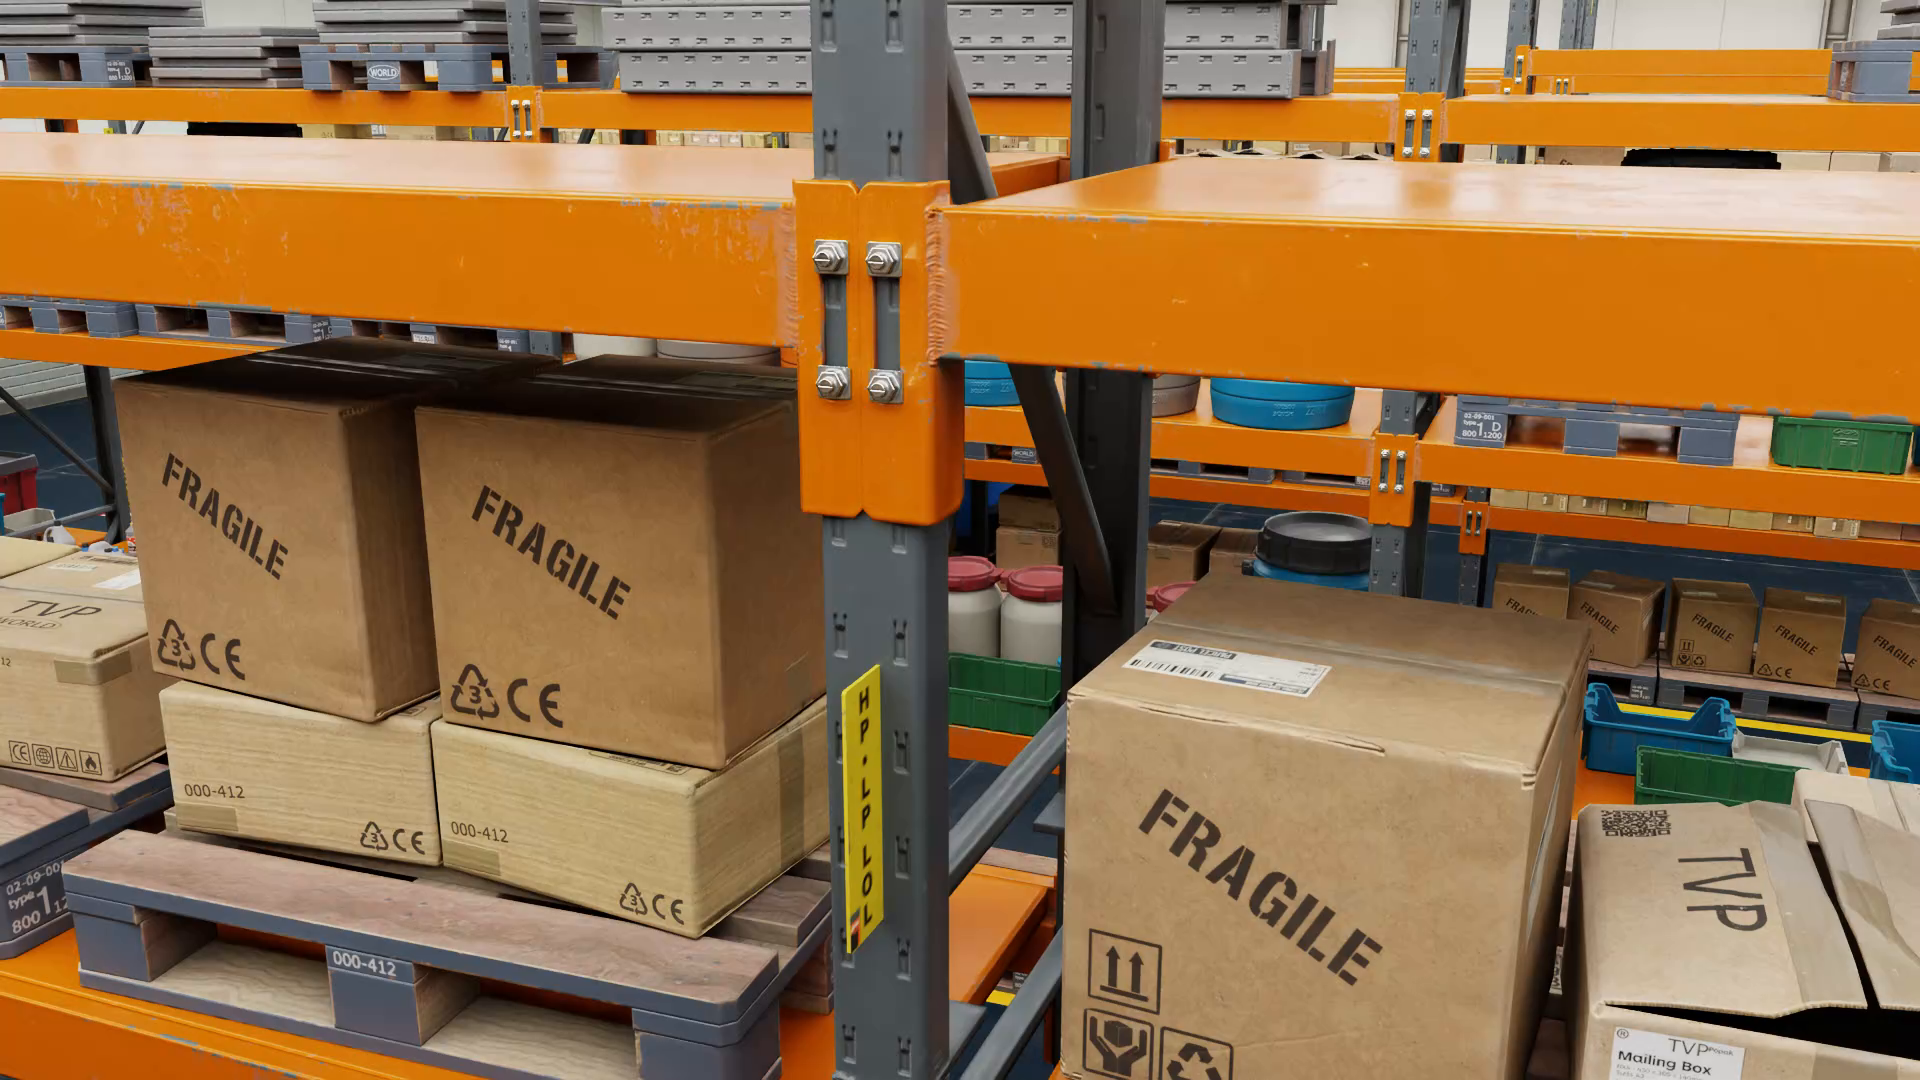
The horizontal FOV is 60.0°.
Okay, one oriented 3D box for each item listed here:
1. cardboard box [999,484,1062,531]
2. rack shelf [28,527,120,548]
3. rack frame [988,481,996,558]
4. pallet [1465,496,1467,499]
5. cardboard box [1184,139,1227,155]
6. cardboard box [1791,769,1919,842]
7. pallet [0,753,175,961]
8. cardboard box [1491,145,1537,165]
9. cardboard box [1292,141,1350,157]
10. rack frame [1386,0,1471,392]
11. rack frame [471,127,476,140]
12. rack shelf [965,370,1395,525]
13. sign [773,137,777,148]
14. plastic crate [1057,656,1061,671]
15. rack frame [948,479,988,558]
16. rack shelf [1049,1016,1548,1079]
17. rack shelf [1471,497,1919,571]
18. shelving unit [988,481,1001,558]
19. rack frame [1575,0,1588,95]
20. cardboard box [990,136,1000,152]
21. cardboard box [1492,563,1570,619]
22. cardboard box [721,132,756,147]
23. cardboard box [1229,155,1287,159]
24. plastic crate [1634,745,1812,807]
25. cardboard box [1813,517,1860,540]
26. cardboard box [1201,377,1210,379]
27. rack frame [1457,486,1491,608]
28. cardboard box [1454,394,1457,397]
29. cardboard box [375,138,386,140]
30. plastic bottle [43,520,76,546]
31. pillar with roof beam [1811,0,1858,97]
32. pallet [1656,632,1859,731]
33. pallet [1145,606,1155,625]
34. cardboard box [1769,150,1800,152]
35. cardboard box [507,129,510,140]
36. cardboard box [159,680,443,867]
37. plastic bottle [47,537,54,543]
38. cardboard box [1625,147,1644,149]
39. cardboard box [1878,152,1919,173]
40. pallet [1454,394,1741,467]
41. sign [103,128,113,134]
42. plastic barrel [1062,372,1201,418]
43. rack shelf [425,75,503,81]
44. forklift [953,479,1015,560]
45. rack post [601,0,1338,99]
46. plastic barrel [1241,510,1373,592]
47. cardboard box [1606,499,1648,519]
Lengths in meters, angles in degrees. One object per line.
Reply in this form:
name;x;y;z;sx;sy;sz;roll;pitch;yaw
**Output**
cardboard box;0.631;-0.278;13.178;0.500;0.250;0.500;7;18;23
rack shelf;-7.402;0.048;10.995;4.000;0.370;1.077;6;17;21
rack frame;0.178;-0.750;14.055;0.015;2.100;0.400;1;15;28
pallet;4.887;-0.555;16.784;1.213;0.211;1.003;6;17;21
cardboard box;3.227;-5.230;21.565;0.637;0.503;0.797;5;17;17
cardboard box;1.302;0.473;2.305;0.250;0.149;0.380;6;17;21
pallet;-1.936;0.411;3.414;1.213;0.211;1.003;7;18;23
cardboard box;6.758;-4.722;20.269;0.500;0.250;0.500;6;17;20
cardboard box;3.631;-3.877;16.734;0.500;0.500;0.500;6;17;21
rack frame;1.901;-2.156;6.534;0.127;3.000;1.000;6;17;21
rack frame;-5.531;-5.944;19.583;0.127;3.000;1.000;6;17;21
rack shelf;0.040;-0.574;7.758;4.000;0.370;1.077;6;17;21
sign;-2.002;-4.201;18.032;0.005;0.325;0.100;6;17;21
plastic crate;0.760;0.701;7.484;0.575;0.384;0.392;6;17;21
rack frame;-0.003;-0.968;13.205;0.127;3.000;1.000;6;17;21
rack shelf;1.940;1.119;1.924;4.000;0.370;1.077;6;17;21
rack shelf;5.579;-0.009;11.191;4.000;0.370;1.077;6;17;21
shelving unit;0.393;-0.746;13.939;0.503;2.100;0.431;1;15;28
rack frame;7.354;-6.010;19.813;0.127;3.000;1.000;6;17;21
cardboard box;0.235;-4.201;17.407;0.258;0.266;0.396;6;17;21
cardboard box;4.076;0.491;11.909;0.500;0.500;0.500;6;17;19
cardboard box;-2.451;-4.439;18.438;0.250;0.149;0.380;7;18;22
cardboard box;2.970;-3.680;16.503;0.500;0.250;0.500;7;18;22
plastic crate;3.060;1.039;6.670;0.662;0.188;0.450;6;17;21
cardboard box;5.664;-0.131;10.772;0.250;0.149;0.380;6;17;21
cardboard box;2.072;-0.964;12.251;0.637;0.503;0.797;8;18;26
rack frame;3.718;-0.559;11.796;0.127;3.000;1.000;6;17;21
cardboard box;5.022;-0.997;16.585;0.750;0.750;1.050;6;17;20
cardboard box;-4.973;-3.236;14.526;0.500;0.500;0.700;7;18;23
plastic bottle;-5.295;0.055;9.769;0.185;0.351;0.144;6;17;21
pillar with roof beam;10.996;-6.077;20.043;0.400;9.000;9.100;6;17;21
pallet;5.495;0.964;11.551;1.213;0.211;1.003;6;17;21
pallet;1.854;0.576;12.886;1.213;0.211;1.003;6;17;21
cardboard box;7.261;-3.507;14.656;0.250;0.149;0.380;6;17;20
cardboard box;-5.083;-4.740;19.474;0.250;0.149;0.380;7;18;23
cardboard box;-1.002;0.319;2.908;0.500;0.250;0.500;5;17;15
plastic bottle;-5.233;0.125;9.649;0.133;0.283;0.061;6;17;21
cardboard box;6.084;-3.636;15.103;0.250;0.149;0.380;6;17;20
cardboard box;5.904;-2.114;10.163;0.500;0.500;0.500;6;17;21
pallet;2.608;-0.576;6.812;1.003;0.211;1.213;6;17;21
sign;-7.654;-3.542;14.979;0.005;0.325;0.100;6;17;21
plastic barrel;0.740;-1.018;7.098;0.600;0.901;0.600;0;16;0
rack shelf;-5.584;-3.926;14.639;4.000;0.370;1.077;6;17;21
forklift;-0.251;-1.567;15.392;1.130;2.935;3.031;-7;18;-23
rack post;0.037;-2.431;7.124;3.121;1.000;1.013;6;17;21
plastic barrel;1.653;0.367;7.708;0.708;0.901;0.600;6;17;21
cardboard box;4.514;-0.268;11.243;0.250;0.149;0.380;6;17;21
